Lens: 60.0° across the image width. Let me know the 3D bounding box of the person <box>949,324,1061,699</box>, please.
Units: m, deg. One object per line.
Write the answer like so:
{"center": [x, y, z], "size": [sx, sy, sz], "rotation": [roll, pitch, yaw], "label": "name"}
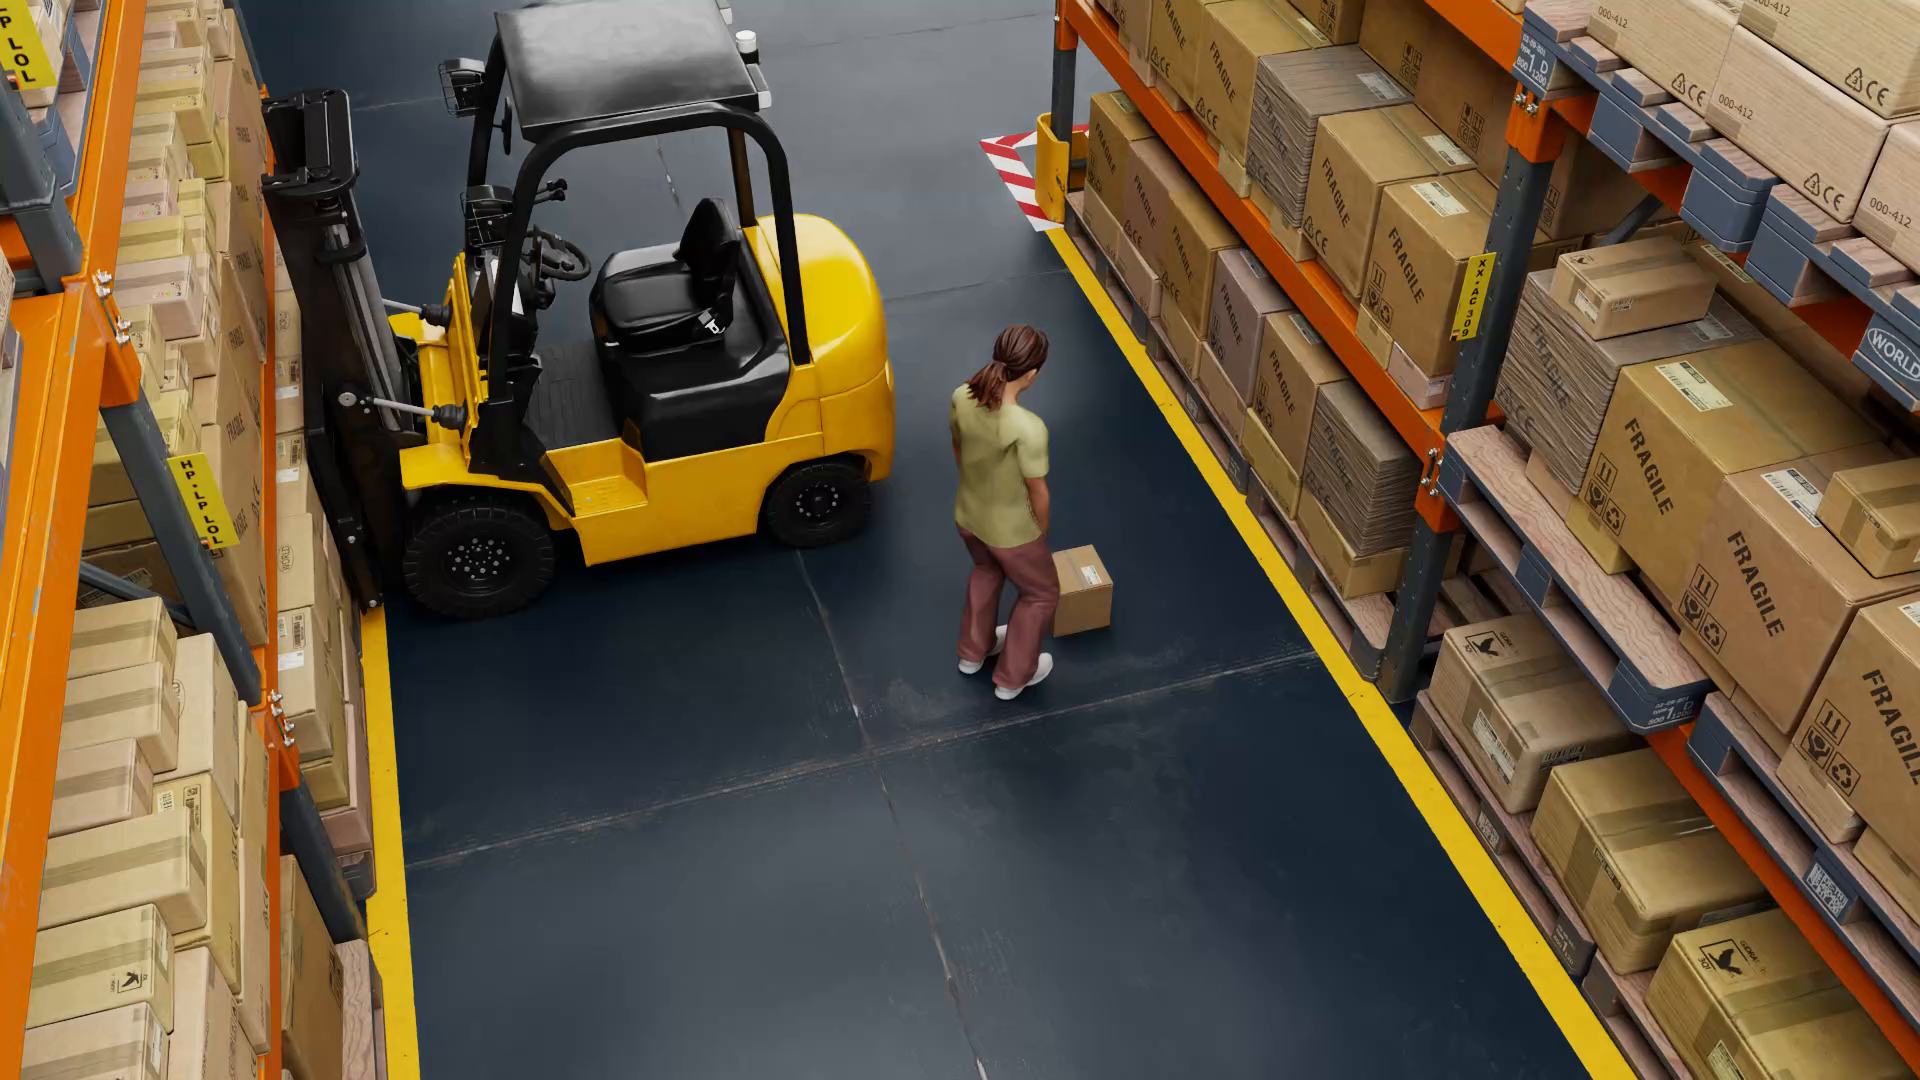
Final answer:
{"center": [0.162, -0.098, 6.304], "size": [0.467, 1.637, 0.370], "rotation": [34, 52, 31], "label": "person"}
